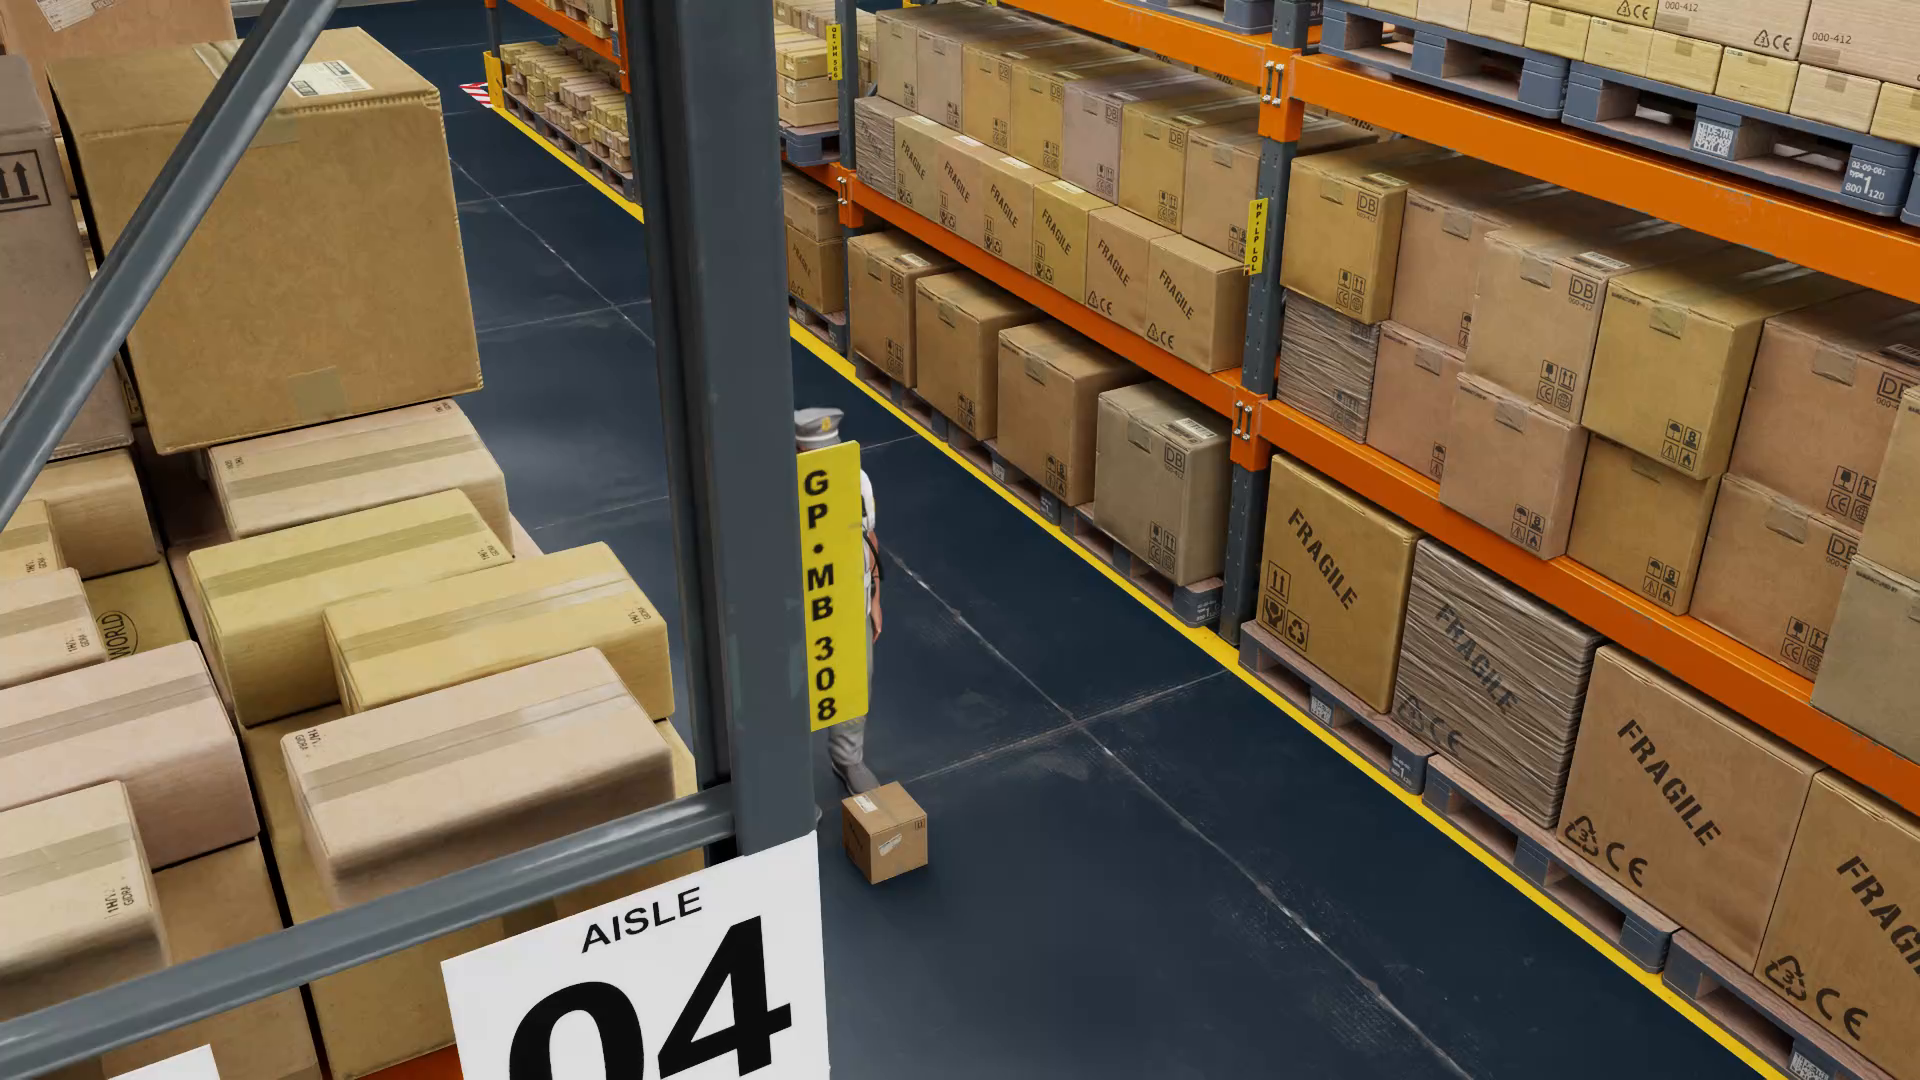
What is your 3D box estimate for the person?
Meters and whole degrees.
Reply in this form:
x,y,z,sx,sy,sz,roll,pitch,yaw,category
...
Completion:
x,y,z,sx,sy,sz,roll,pitch,yaw,category
-0.543,0.290,6.589,0.527,1.749,0.393,-15,32,-25,person
